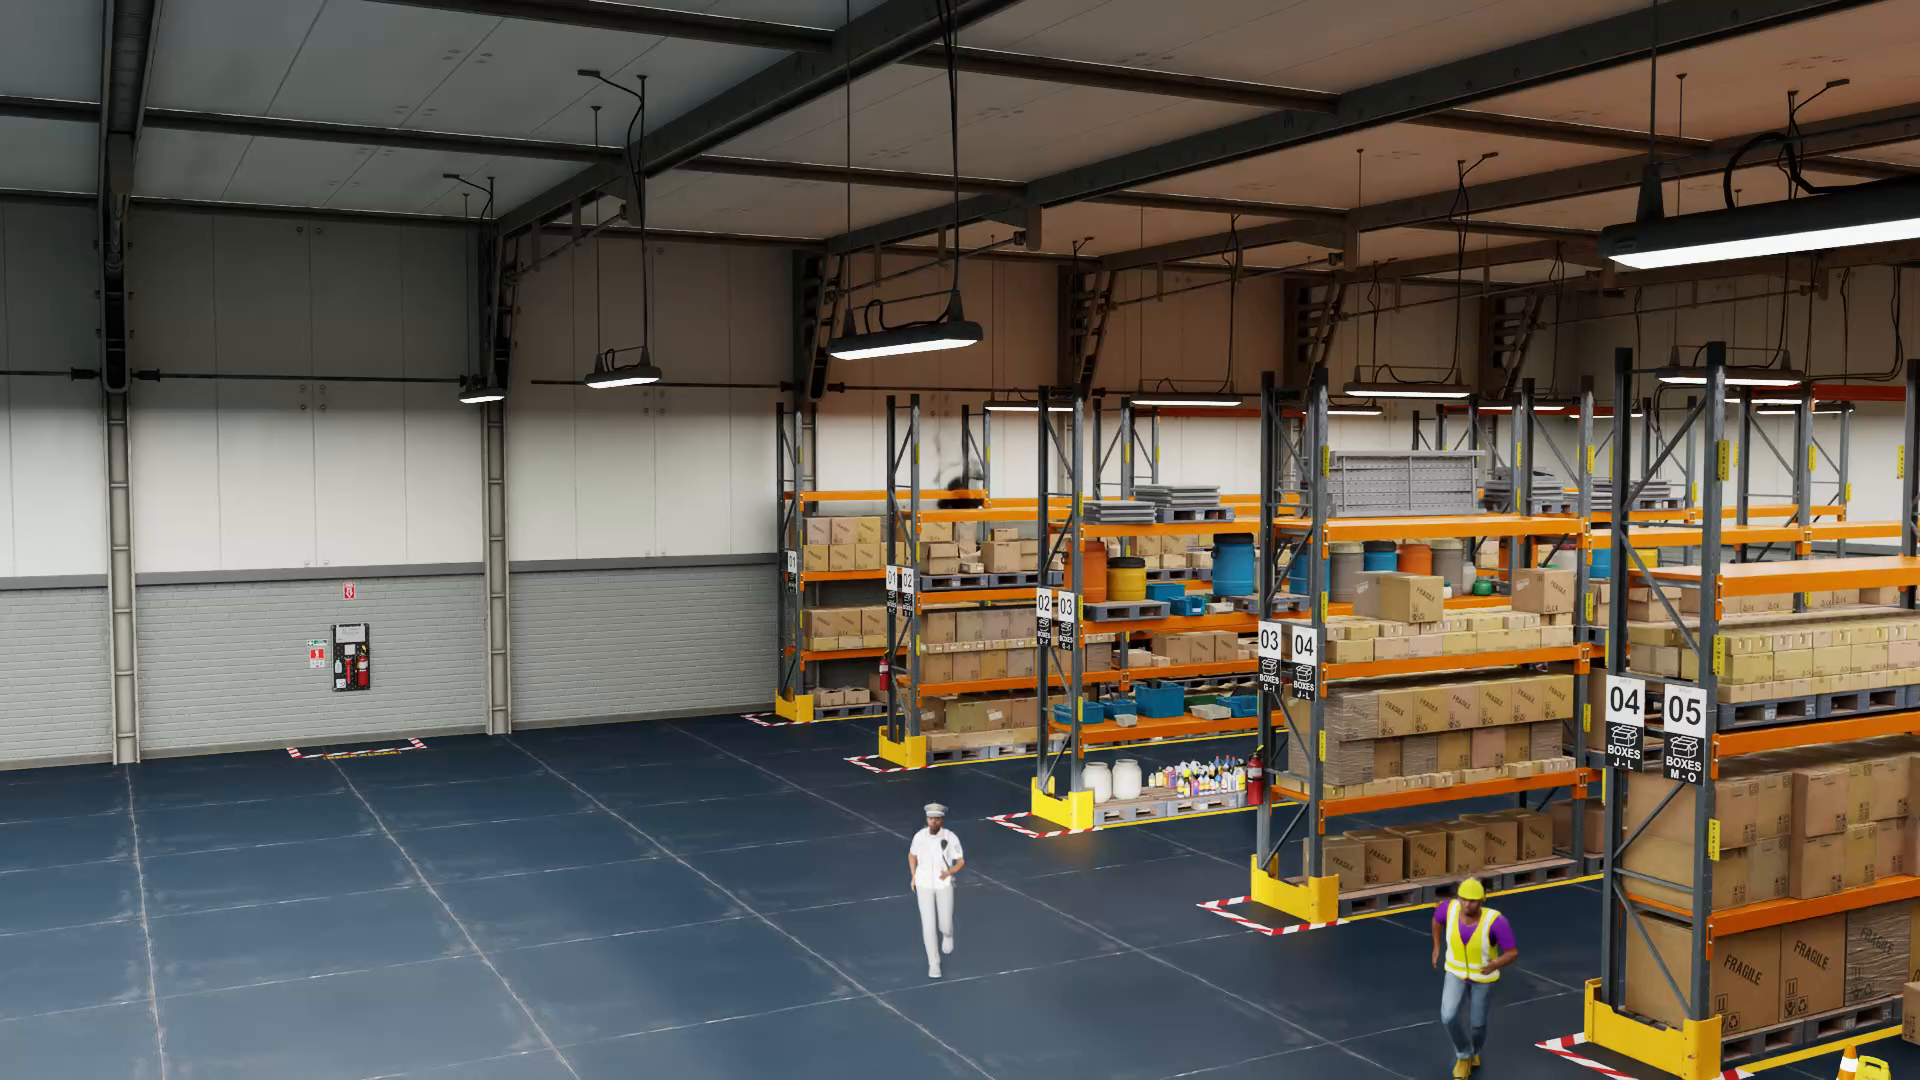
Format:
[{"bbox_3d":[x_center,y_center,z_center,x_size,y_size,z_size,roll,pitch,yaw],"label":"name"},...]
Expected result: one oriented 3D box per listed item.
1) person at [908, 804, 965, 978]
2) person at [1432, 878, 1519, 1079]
[{"bbox_3d":[-0.237,3.399,16.391,0.576,1.665,0.734,0,3,7],"label":"person"},{"bbox_3d":[4.187,3.569,13.570,0.723,1.706,0.858,2,4,27],"label":"person"}]
